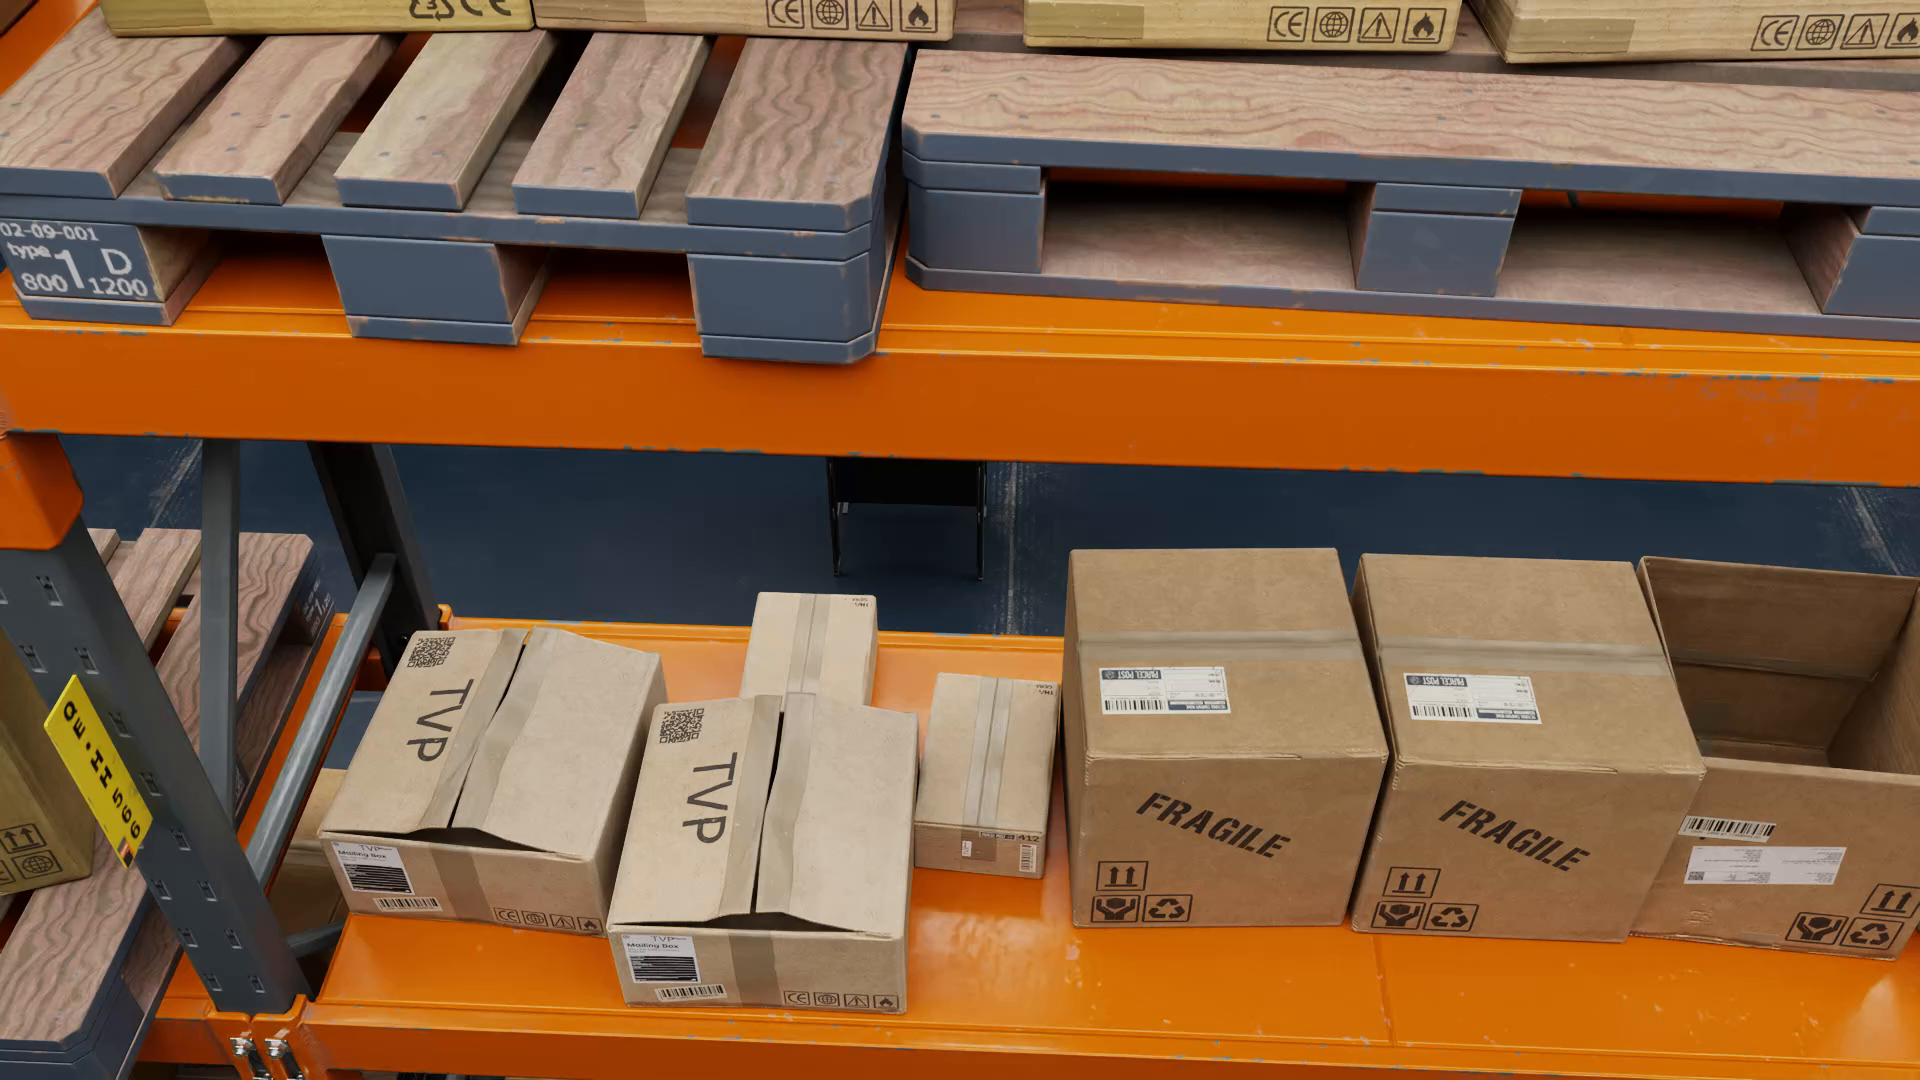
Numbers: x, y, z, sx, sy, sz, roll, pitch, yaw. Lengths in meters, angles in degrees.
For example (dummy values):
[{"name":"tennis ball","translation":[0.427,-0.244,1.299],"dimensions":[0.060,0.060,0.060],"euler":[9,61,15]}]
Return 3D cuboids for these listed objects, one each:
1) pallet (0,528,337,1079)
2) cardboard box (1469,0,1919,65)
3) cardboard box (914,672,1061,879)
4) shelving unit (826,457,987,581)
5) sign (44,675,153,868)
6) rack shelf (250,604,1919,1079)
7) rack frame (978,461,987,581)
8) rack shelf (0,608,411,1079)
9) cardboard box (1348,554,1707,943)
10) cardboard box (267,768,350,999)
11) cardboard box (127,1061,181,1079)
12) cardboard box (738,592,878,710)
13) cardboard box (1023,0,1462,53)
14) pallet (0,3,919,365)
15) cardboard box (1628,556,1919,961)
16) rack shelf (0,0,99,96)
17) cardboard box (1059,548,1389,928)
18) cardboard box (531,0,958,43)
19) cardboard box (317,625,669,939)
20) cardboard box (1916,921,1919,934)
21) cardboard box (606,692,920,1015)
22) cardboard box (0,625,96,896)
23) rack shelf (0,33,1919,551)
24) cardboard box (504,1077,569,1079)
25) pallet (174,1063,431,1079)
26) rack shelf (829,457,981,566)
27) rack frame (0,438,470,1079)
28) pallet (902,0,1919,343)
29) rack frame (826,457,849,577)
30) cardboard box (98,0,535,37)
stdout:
[{"name":"pallet","translation":[-1.901,0.458,3.198],"dimensions":[1.003,0.211,1.213],"euler":[2,43,2]},{"name":"cardboard box","translation":[0.868,-0.813,2.023],"dimensions":[0.500,0.250,0.500],"euler":[-2,43,-2]},{"name":"cardboard box","translation":[0.055,0.454,3.246],"dimensions":[0.250,0.149,0.380],"euler":[5,43,5]},{"name":"shelving unit","translation":[-0.165,-0.773,5.040],"dimensions":[0.503,2.100,0.431],"euler":[2,43,2]},{"name":"sign","translation":[-1.236,0.336,2.397],"dimensions":[0.005,0.325,0.100],"euler":[2,43,2]},{"name":"rack shelf","translation":[0.777,0.686,3.341],"dimensions":[4.000,0.370,1.077],"euler":[2,43,2]},{"name":"rack frame","translation":[0.078,-0.766,5.032],"dimensions":[0.015,2.100,0.400],"euler":[2,43,2]},{"name":"rack shelf","translation":[-3.219,0.563,3.473],"dimensions":[4.000,0.370,1.077],"euler":[2,43,2]},{"name":"cardboard box","translation":[0.982,0.381,3.067],"dimensions":[0.500,0.500,0.500],"euler":[2,43,2]},{"name":"cardboard box","translation":[-1.663,0.906,4.088],"dimensions":[0.500,0.500,0.500],"euler":[3,43,4]},{"name":"cardboard box","translation":[-2.166,1.246,3.723],"dimensions":[0.500,0.500,0.500],"euler":[3,43,4]},{"name":"cardboard box","translation":[-0.310,0.293,3.420],"dimensions":[0.250,0.149,0.380],"euler":[2,43,2]},{"name":"cardboard box","translation":[0.330,-0.831,2.042],"dimensions":[0.500,0.250,0.500],"euler":[1,43,1]},{"name":"pallet","translation":[-0.539,-0.707,2.247],"dimensions":[1.003,0.211,1.213],"euler":[4,43,4]},{"name":"cardboard box","translation":[1.482,0.397,3.050],"dimensions":[0.500,0.500,0.500],"euler":[5,43,5]},{"name":"rack shelf","translation":[-3.219,-0.535,2.450],"dimensions":[4.000,0.370,1.077],"euler":[2,43,2]},{"name":"cardboard box","translation":[0.456,0.365,3.084],"dimensions":[0.500,0.500,0.500],"euler":[0,43,0]},{"name":"cardboard box","translation":[-0.241,-0.856,2.069],"dimensions":[0.500,0.250,0.500],"euler":[3,43,3]},{"name":"cardboard box","translation":[-0.860,0.435,3.148],"dimensions":[0.500,0.311,0.500],"euler":[4,43,5]},{"name":"cardboard box","translation":[1.888,0.631,2.970],"dimensions":[0.258,0.266,0.396],"euler":[1,43,1]},{"name":"cardboard box","translation":[-0.336,0.553,3.021],"dimensions":[0.500,0.311,0.500],"euler":[1,43,1]},{"name":"cardboard box","translation":[-1.855,0.228,2.923],"dimensions":[0.500,0.500,0.700],"euler":[-12,44,-12]},{"name":"rack shelf","translation":[0.777,-0.412,2.319],"dimensions":[4.000,0.370,1.077],"euler":[2,43,2]},{"name":"cardboard box","translation":[-0.711,1.224,3.533],"dimensions":[0.500,0.311,0.500],"euler":[3,43,3]},{"name":"pallet","translation":[-1.965,1.333,4.164],"dimensions":[1.213,0.211,1.003],"euler":[2,43,2]},{"name":"rack shelf","translation":[-0.165,-0.251,5.526],"dimensions":[0.480,0.518,0.431],"euler":[2,43,2]},{"name":"rack frame","translation":[-1.221,0.361,3.162],"dimensions":[0.127,3.000,1.000],"euler":[2,43,2]},{"name":"pallet","translation":[0.578,-0.675,2.212],"dimensions":[1.213,0.211,1.003],"euler":[4,43,4]},{"name":"rack frame","translation":[-0.409,-0.781,5.048],"dimensions":[0.015,2.100,0.400],"euler":[2,43,2]},{"name":"cardboard box","translation":[-0.765,-0.860,2.073],"dimensions":[0.500,0.250,0.500],"euler":[-1,43,-1]}]
